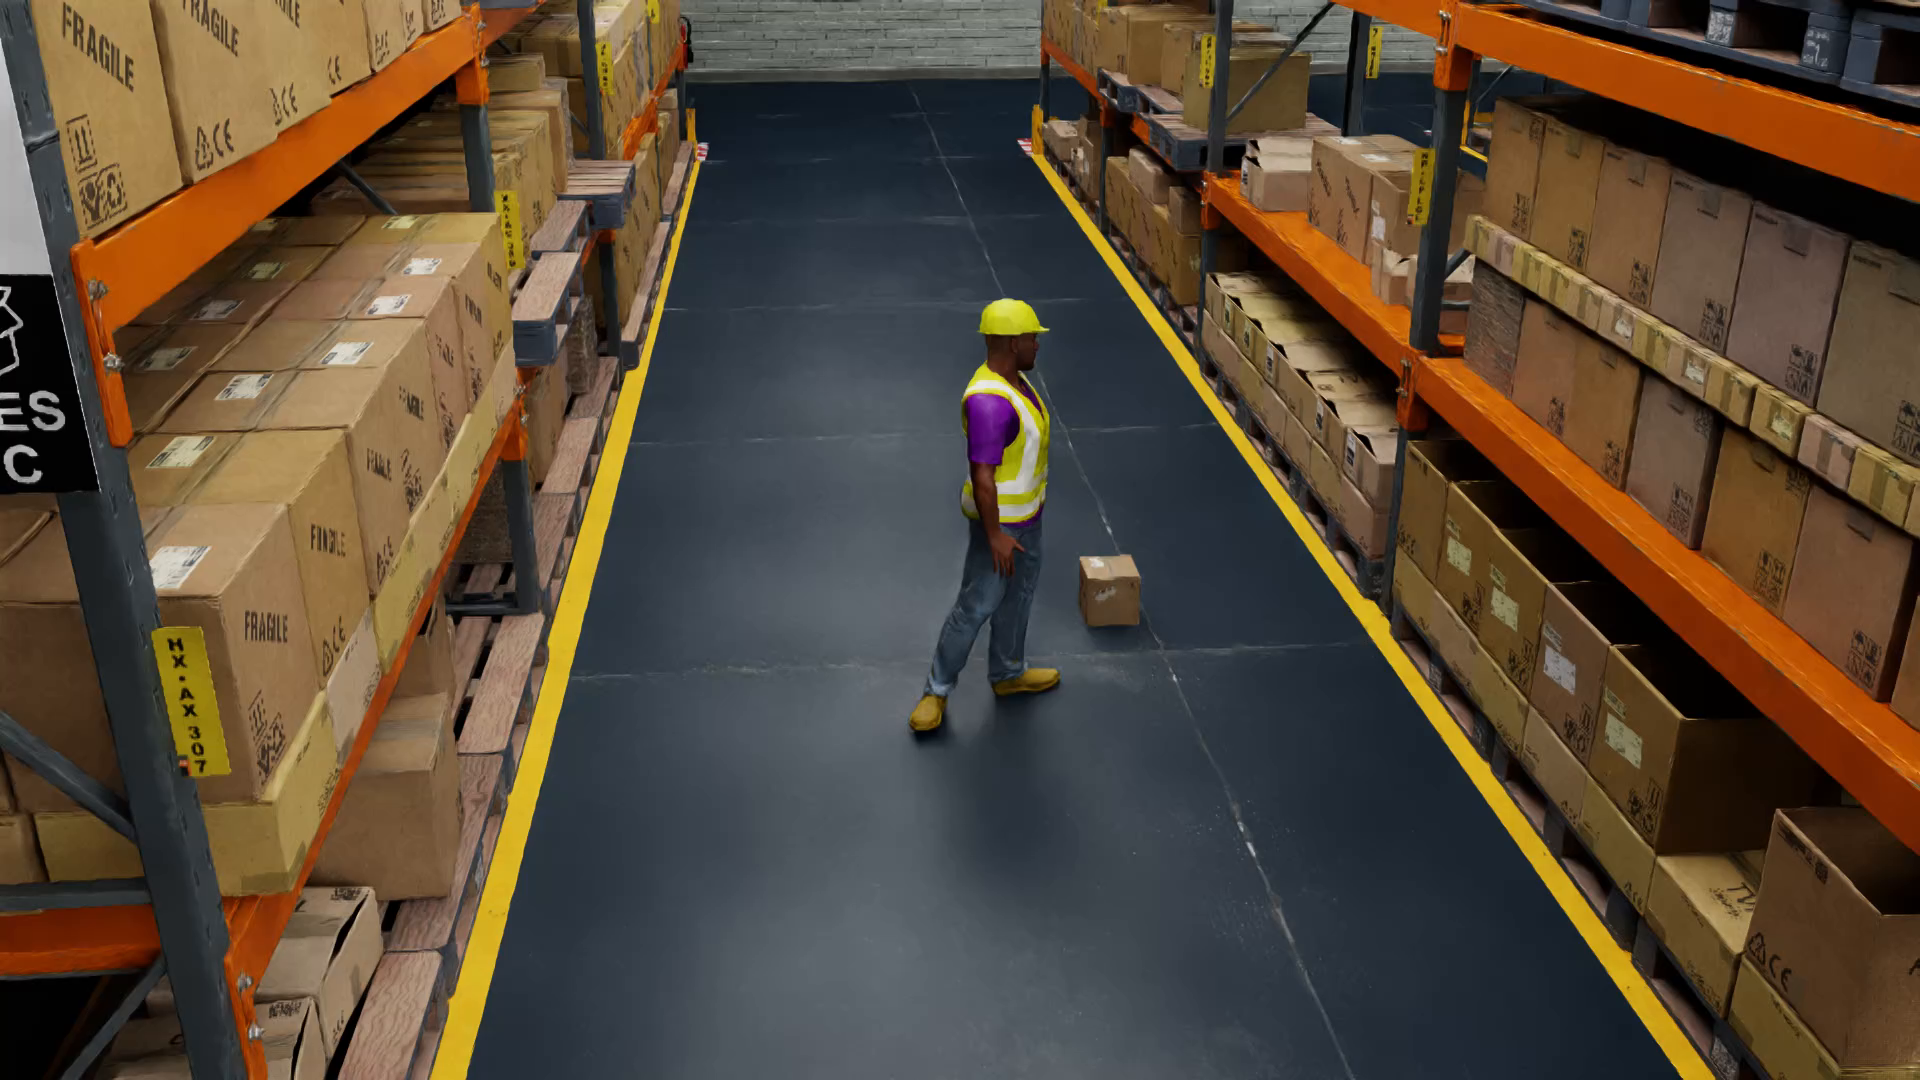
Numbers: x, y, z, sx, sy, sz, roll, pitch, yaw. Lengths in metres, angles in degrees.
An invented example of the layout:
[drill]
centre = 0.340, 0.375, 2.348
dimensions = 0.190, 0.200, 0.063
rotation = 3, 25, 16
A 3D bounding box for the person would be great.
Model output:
[person]
centre = 0.107, -0.086, 6.773
dimensions = 0.494, 1.772, 0.724
rotation = 8, 25, 18
